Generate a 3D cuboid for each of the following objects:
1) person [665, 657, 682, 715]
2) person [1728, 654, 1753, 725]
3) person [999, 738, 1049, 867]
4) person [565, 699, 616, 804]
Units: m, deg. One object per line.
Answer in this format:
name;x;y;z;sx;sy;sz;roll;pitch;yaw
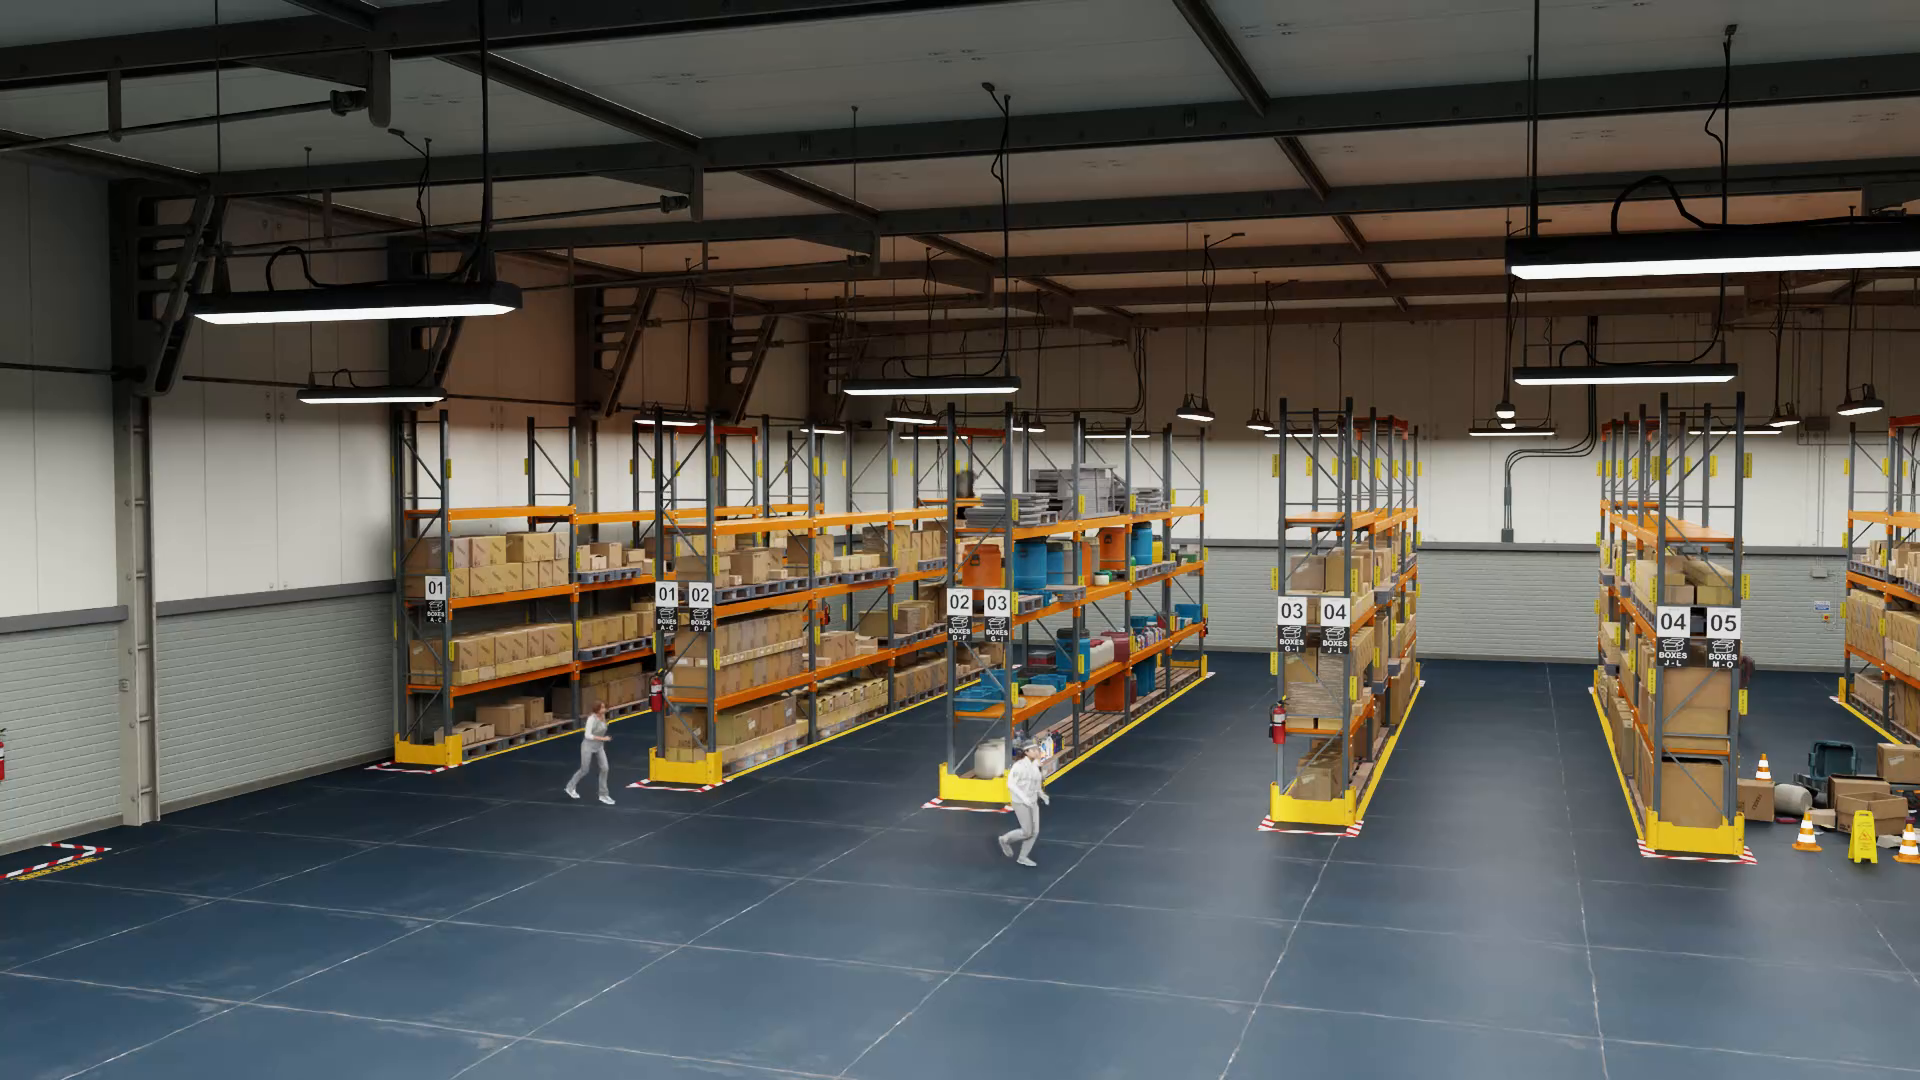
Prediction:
person;-5.126;2.896;29.902;0.584;1.663;0.793;0;2;9
person;15.090;2.825;32.503;0.741;1.587;0.881;0;2;11
person;0.775;3.294;21.019;0.593;1.631;0.617;2;3;41
person;-5.527;3.151;24.866;0.897;1.574;0.530;1;3;29
